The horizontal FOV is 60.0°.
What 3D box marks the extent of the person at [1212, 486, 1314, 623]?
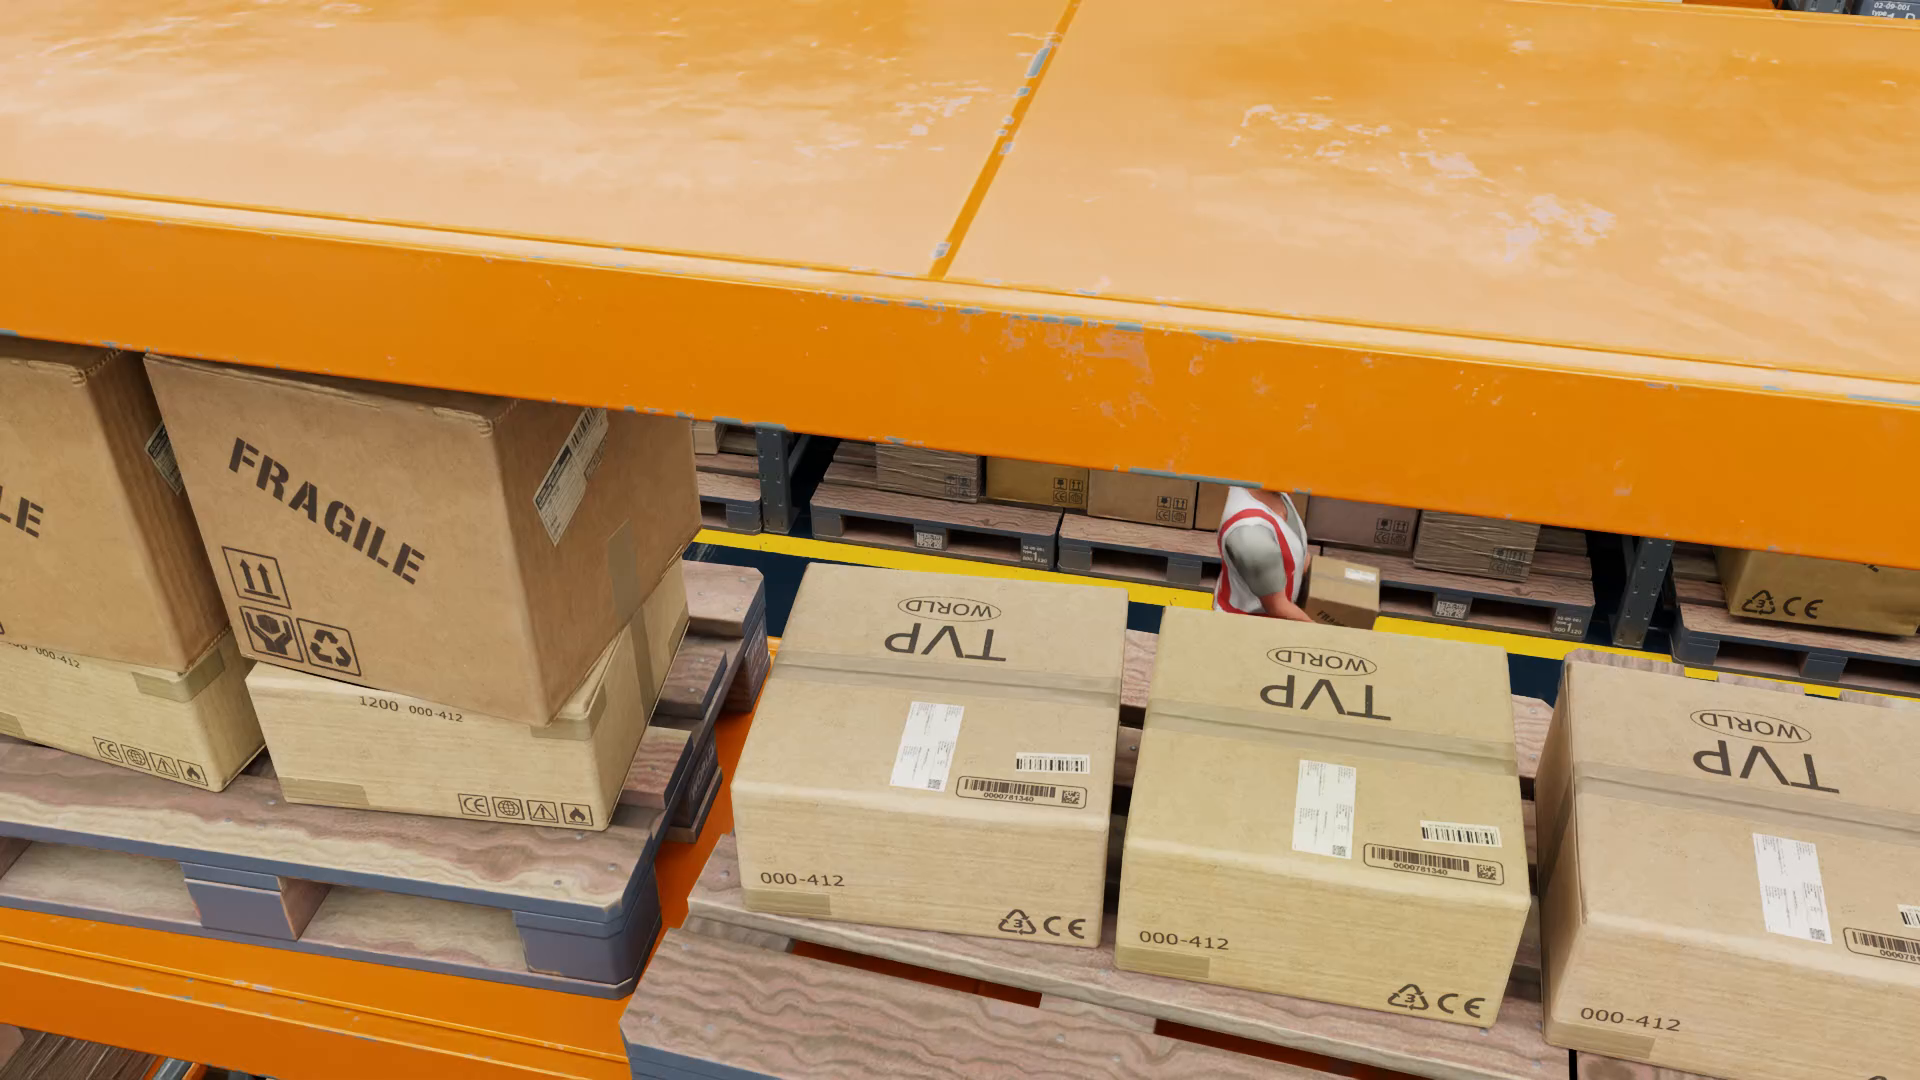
[{"bbox_3d":[1.199,0.343,6.161,0.559,1.790,0.511,7,37,10],"label":"person"}]
